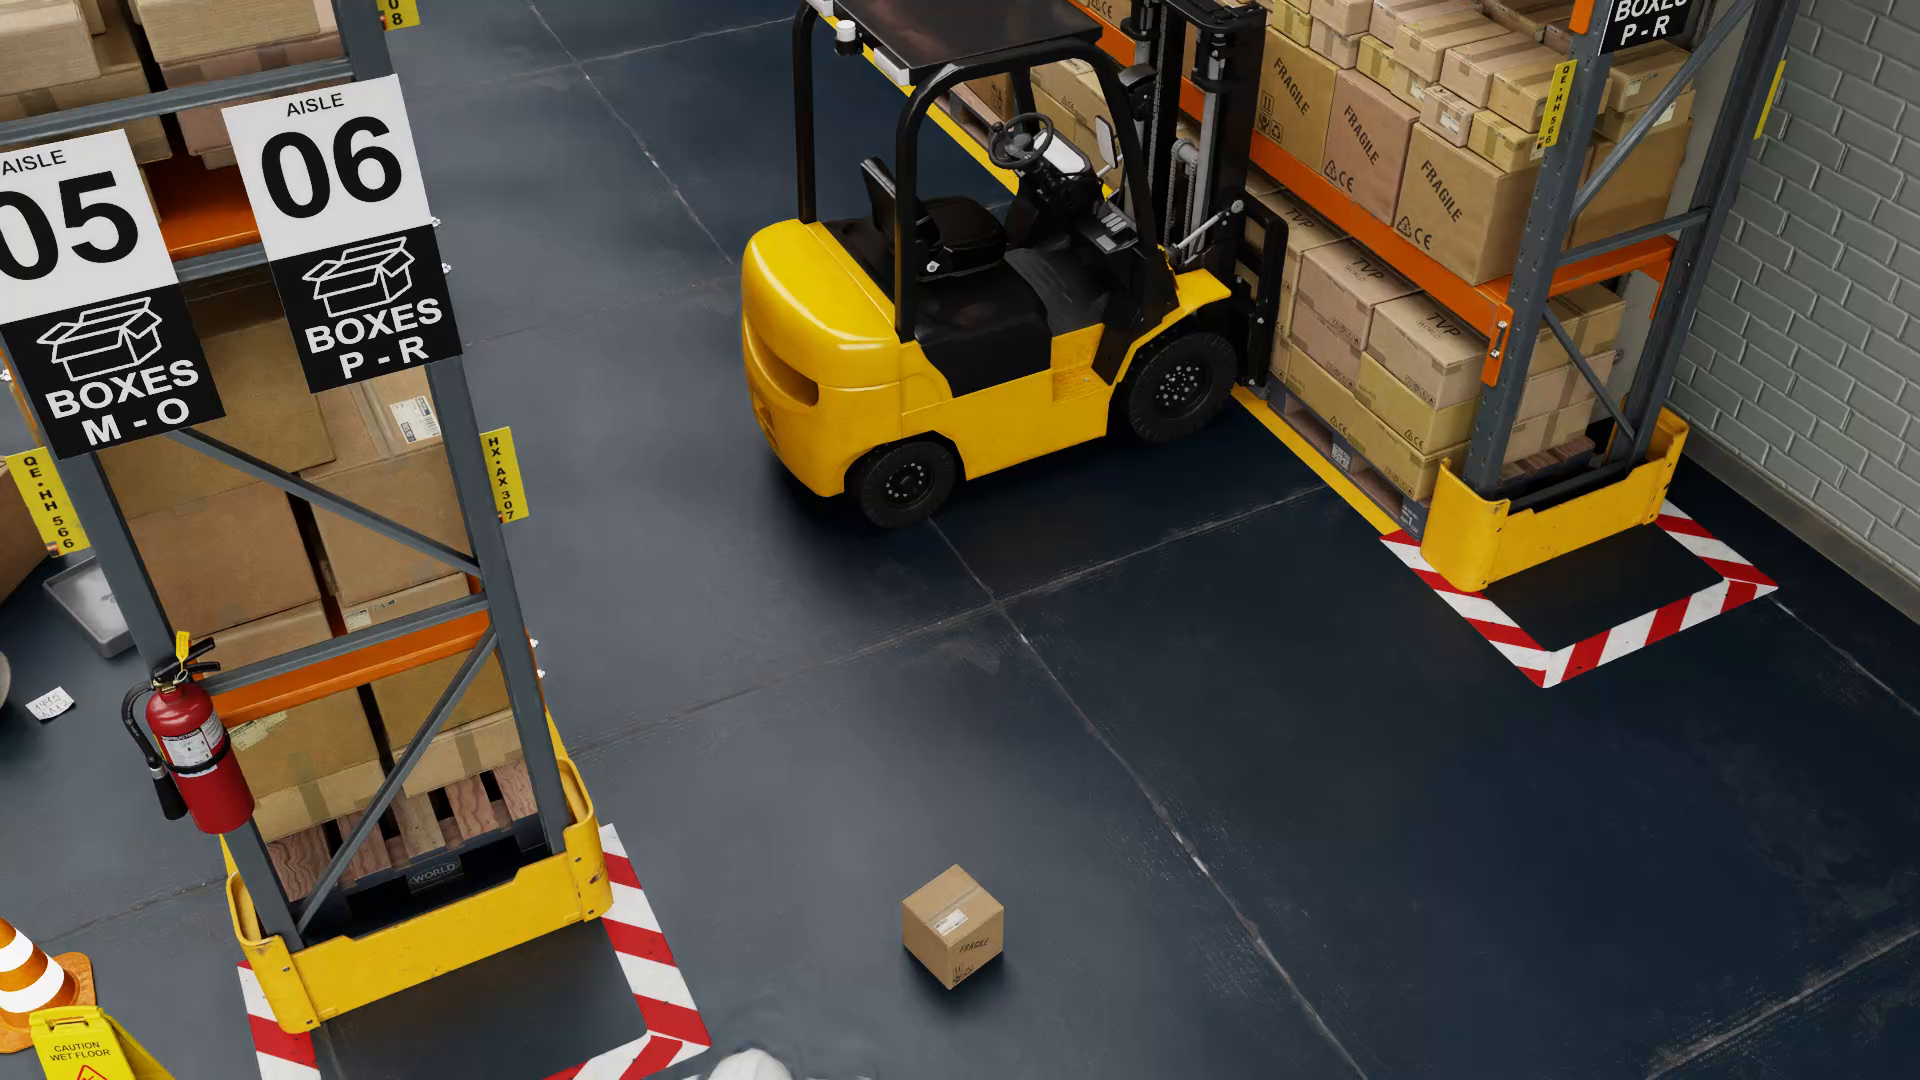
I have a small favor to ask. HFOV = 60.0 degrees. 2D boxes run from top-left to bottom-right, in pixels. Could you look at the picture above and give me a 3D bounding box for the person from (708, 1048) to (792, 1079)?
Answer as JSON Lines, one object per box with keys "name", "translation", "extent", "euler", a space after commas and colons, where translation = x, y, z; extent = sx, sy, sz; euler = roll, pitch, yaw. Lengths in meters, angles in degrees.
{"name": "person", "translation": [-0.430, 1.786, 4.037], "extent": [0.578, 1.773, 0.584], "euler": [-1, 41, -1]}
